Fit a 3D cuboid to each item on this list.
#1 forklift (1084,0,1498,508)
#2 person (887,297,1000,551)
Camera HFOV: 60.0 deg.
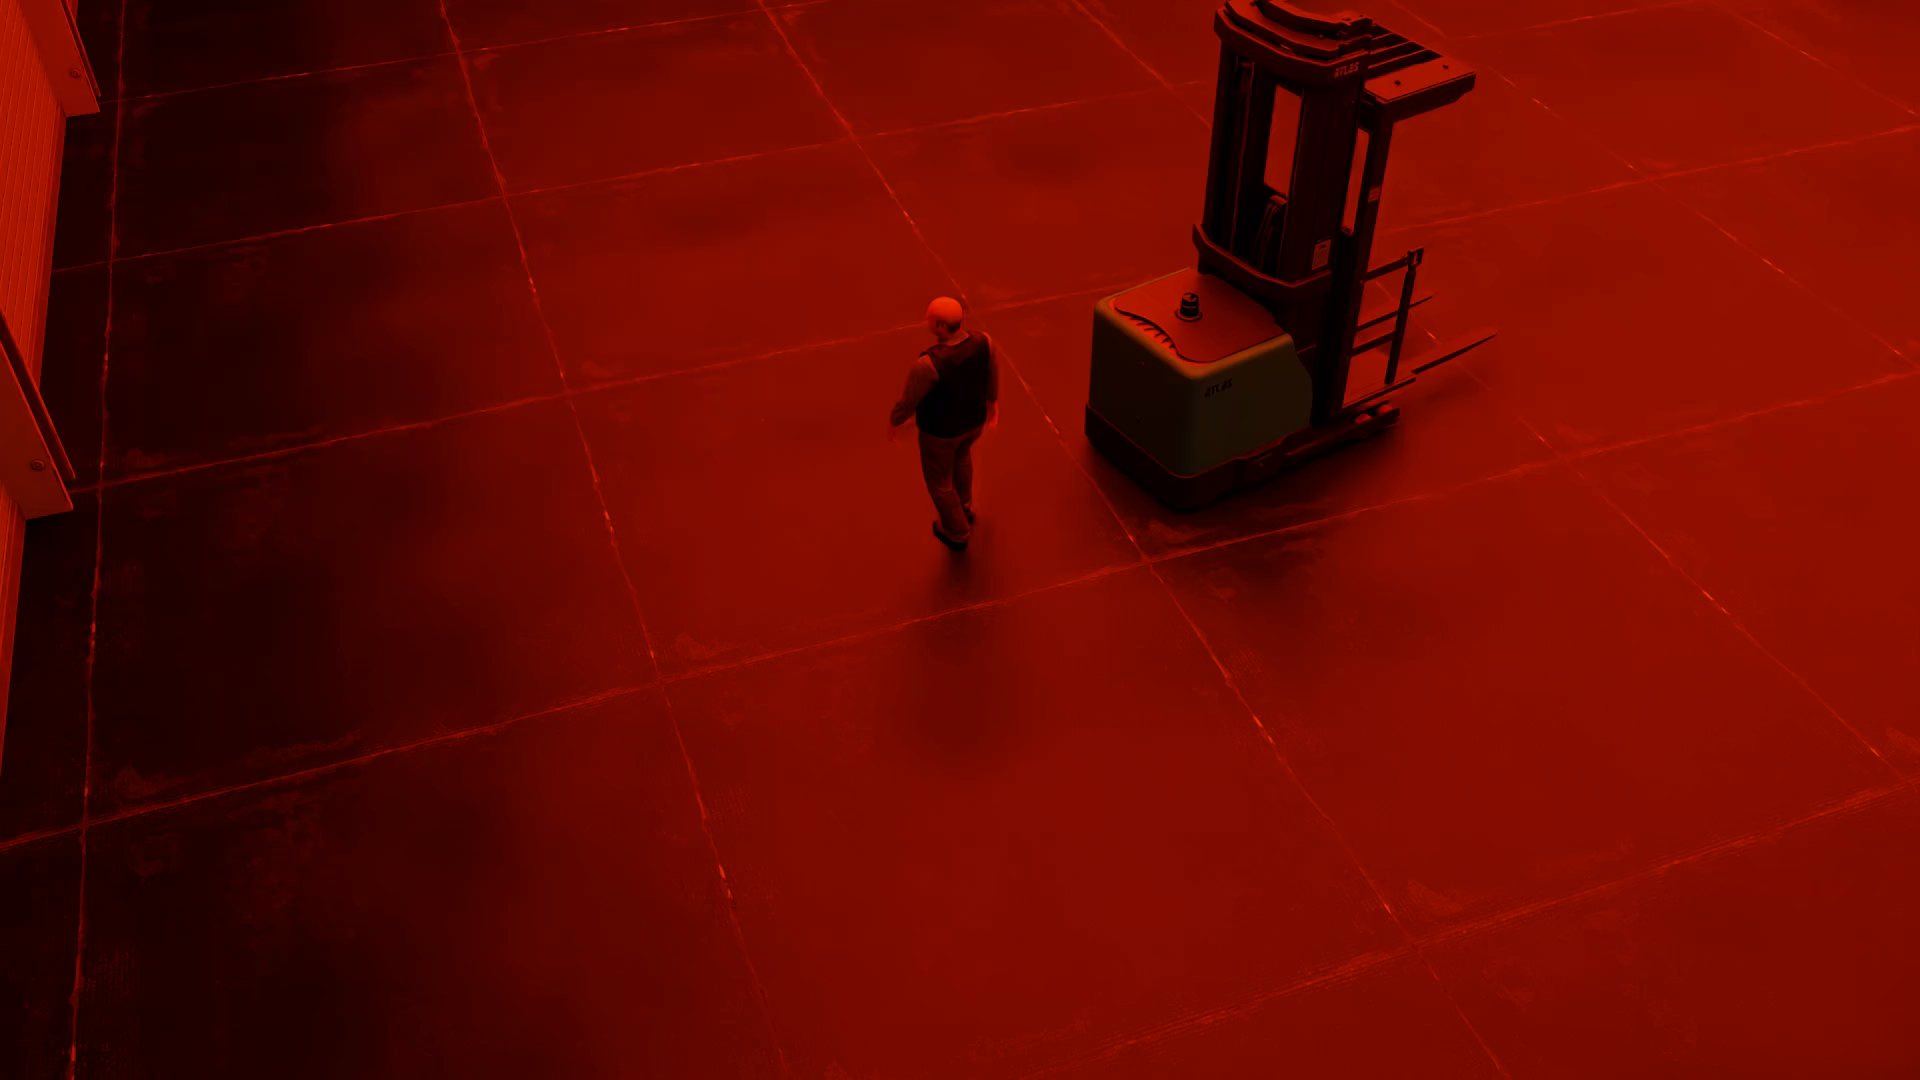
[{"bbox_3d":[2.335,-2.058,10.447,3.031,2.935,1.130,-23,45,-25],"label":"forklift"},{"bbox_3d":[-0.106,-0.731,9.831,0.667,1.710,0.559,-29,48,-30],"label":"person"}]
